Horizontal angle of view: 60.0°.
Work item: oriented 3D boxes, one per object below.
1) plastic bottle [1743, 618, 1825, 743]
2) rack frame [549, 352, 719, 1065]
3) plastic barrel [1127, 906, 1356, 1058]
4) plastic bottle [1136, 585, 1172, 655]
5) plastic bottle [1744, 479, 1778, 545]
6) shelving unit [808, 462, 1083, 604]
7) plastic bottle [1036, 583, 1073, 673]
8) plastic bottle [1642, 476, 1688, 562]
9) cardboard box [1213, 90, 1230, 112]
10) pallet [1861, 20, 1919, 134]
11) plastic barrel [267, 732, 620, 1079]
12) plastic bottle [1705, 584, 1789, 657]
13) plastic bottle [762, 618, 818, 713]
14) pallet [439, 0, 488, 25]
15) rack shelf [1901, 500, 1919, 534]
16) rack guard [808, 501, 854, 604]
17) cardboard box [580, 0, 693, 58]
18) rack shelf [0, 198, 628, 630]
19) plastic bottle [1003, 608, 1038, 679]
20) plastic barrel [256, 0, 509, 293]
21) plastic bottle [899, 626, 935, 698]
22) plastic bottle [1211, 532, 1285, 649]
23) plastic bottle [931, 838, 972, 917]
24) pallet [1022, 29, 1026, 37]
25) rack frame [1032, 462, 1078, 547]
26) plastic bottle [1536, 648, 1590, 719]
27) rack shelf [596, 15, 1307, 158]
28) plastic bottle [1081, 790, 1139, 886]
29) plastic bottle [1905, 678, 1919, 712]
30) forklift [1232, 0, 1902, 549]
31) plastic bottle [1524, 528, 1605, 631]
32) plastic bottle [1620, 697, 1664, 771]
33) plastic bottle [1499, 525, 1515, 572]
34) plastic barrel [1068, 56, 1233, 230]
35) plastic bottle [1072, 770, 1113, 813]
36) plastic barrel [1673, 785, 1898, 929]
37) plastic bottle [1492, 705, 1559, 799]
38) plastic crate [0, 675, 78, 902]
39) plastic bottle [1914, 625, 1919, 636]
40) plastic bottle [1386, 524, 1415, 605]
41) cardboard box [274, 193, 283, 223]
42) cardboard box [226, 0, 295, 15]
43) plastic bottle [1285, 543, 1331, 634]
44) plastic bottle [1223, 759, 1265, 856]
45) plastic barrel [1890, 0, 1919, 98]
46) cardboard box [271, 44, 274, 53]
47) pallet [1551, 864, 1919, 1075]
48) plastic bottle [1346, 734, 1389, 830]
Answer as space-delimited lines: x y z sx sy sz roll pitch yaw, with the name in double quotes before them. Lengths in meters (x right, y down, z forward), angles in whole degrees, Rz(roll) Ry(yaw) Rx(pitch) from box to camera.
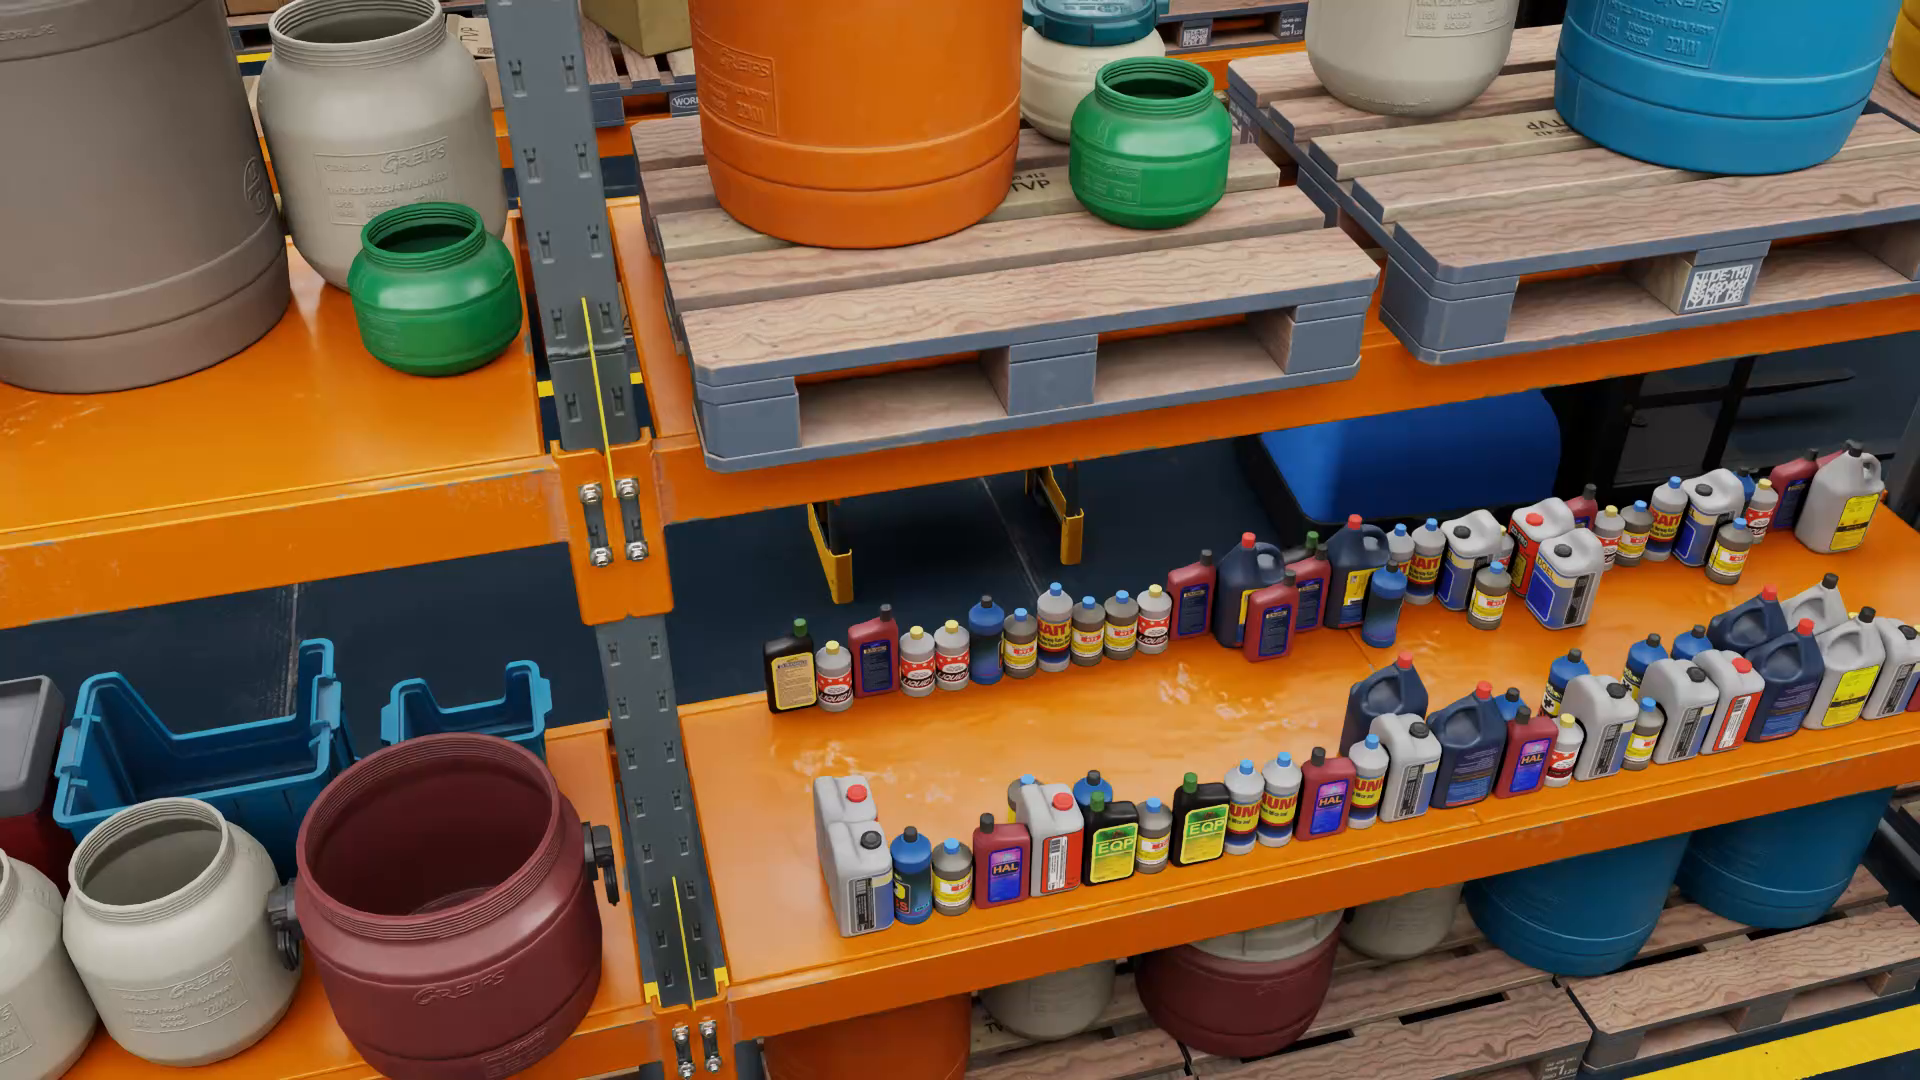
"plastic bottle" 2.147 0.354 4.359 0.185 0.351 0.144 -9 38 -12
"rack frame" -0.734 0.602 3.995 0.127 3.000 1.000 -9 38 -12
"plastic barrel" 0.824 1.126 4.948 0.708 0.588 0.600 -9 38 -12
"plastic bottle" 0.542 0.214 4.665 0.097 0.201 0.097 0 37 0
"plastic bottle" 2.427 -0.095 5.069 0.097 0.201 0.097 0 37 0
"shelving unit" -0.074 -0.584 6.779 1.083 1.500 0.587 -9 38 -12
"plastic bottle" 0.260 0.233 4.583 0.097 0.271 0.097 0 37 0
"plastic bottle" 2.109 -0.071 4.980 0.097 0.271 0.097 0 37 0
"cardboard box" 1.309 -2.186 9.335 0.500 0.500 0.500 -11 39 -14
"pallet" 2.396 -0.967 3.732 1.003 0.211 1.213 -9 38 -12
"plastic barrel" -1.103 0.799 3.625 0.708 0.536 0.600 -9 38 -12
"plastic bottle" 2.109 0.270 4.469 0.185 0.351 0.144 -9 38 -12
"plastic bottle" -0.455 0.334 4.441 0.133 0.283 0.061 -9 38 -12
"pallet" -4.072 -3.979 12.278 1.213 0.211 1.003 -9 38 -12
"rack shelf" 5.058 -0.063 5.456 4.000 0.370 1.077 -9 38 -12
"rack guard" -0.554 -0.008 7.055 0.087 0.250 0.587 -9 38 -12
"cardboard box" -1.444 -2.677 7.853 0.500 0.500 0.700 -23 43 -27
"rack shelf" -2.665 0.013 2.888 4.000 0.370 1.077 -9 38 -12
"plastic bottle" 0.166 0.276 4.584 0.097 0.201 0.097 0 37 0
"plastic barrel" -1.114 -0.765 3.220 0.421 0.512 0.421 0 37 0
"plastic bottle" -0.116 0.322 4.524 0.097 0.201 0.097 0 37 0
"plastic bottle" 0.813 0.125 4.658 0.185 0.351 0.144 -9 38 -12
"plastic bottle" -0.019 0.784 3.920 0.097 0.201 0.097 0 37 0
"pallet" -0.146 -2.539 8.258 1.213 0.211 1.003 -9 38 -12
"rack frame" 0.408 -0.663 6.882 0.032 1.500 0.500 -9 38 -12
"plastic bottle" 1.587 0.397 4.369 0.097 0.271 0.097 0 37 0
"rack shelf" -0.091 -2.336 8.426 4.000 0.370 1.077 -9 38 -12
"plastic bottle" 0.356 0.701 3.961 0.133 0.283 0.061 -9 38 -12
"plastic bottle" 2.620 0.330 4.446 0.133 0.283 0.061 -9 38 -12
"forklift" 2.828 -1.443 6.725 3.031 2.935 1.130 -6 38 -8
"plastic bottle" 1.727 0.103 4.749 0.135 0.276 0.152 -9 38 -12
"plastic bottle" 1.757 0.492 4.301 0.097 0.201 0.097 0 37 0
"plastic bottle" 1.568 0.046 4.885 0.097 0.201 0.097 0 37 0
"plastic barrel" 0.348 -0.728 3.046 0.294 0.245 0.294 0 37 0
"plastic bottle" 0.317 0.662 4.021 0.097 0.271 0.097 0 37 0
"plastic barrel" 2.598 0.711 5.233 0.708 0.901 0.600 -9 38 -12
"plastic bottle" 1.426 0.526 4.190 0.133 0.283 0.061 -9 38 -12
"plastic crate" -2.374 0.653 3.875 0.583 0.464 0.402 -9 38 -12
"plastic bottle" 2.582 0.319 4.528 0.097 0.201 0.097 0 37 0
"plastic bottle" 1.250 0.070 4.796 0.097 0.271 0.097 0 37 0
"cardboard box" -3.602 -1.524 8.229 0.500 0.311 0.500 -10 39 -13
"cardboard box" -4.999 -4.138 11.886 0.500 0.500 0.700 -10 38 -12
"plastic bottle" 0.971 0.138 4.697 0.133 0.283 0.061 -9 38 -12
"plastic bottle" 0.685 0.640 4.050 0.097 0.271 0.097 0 37 0
"plastic barrel" 2.299 -1.201 3.382 0.600 0.588 0.600 0 37 0
"cardboard box" -2.936 -2.241 7.784 0.500 0.311 0.500 -10 38 -12
"pallet" 2.371 1.173 5.542 1.213 0.211 1.003 -9 38 -12
"plastic bottle" 1.002 0.588 4.118 0.097 0.271 0.097 0 37 0
